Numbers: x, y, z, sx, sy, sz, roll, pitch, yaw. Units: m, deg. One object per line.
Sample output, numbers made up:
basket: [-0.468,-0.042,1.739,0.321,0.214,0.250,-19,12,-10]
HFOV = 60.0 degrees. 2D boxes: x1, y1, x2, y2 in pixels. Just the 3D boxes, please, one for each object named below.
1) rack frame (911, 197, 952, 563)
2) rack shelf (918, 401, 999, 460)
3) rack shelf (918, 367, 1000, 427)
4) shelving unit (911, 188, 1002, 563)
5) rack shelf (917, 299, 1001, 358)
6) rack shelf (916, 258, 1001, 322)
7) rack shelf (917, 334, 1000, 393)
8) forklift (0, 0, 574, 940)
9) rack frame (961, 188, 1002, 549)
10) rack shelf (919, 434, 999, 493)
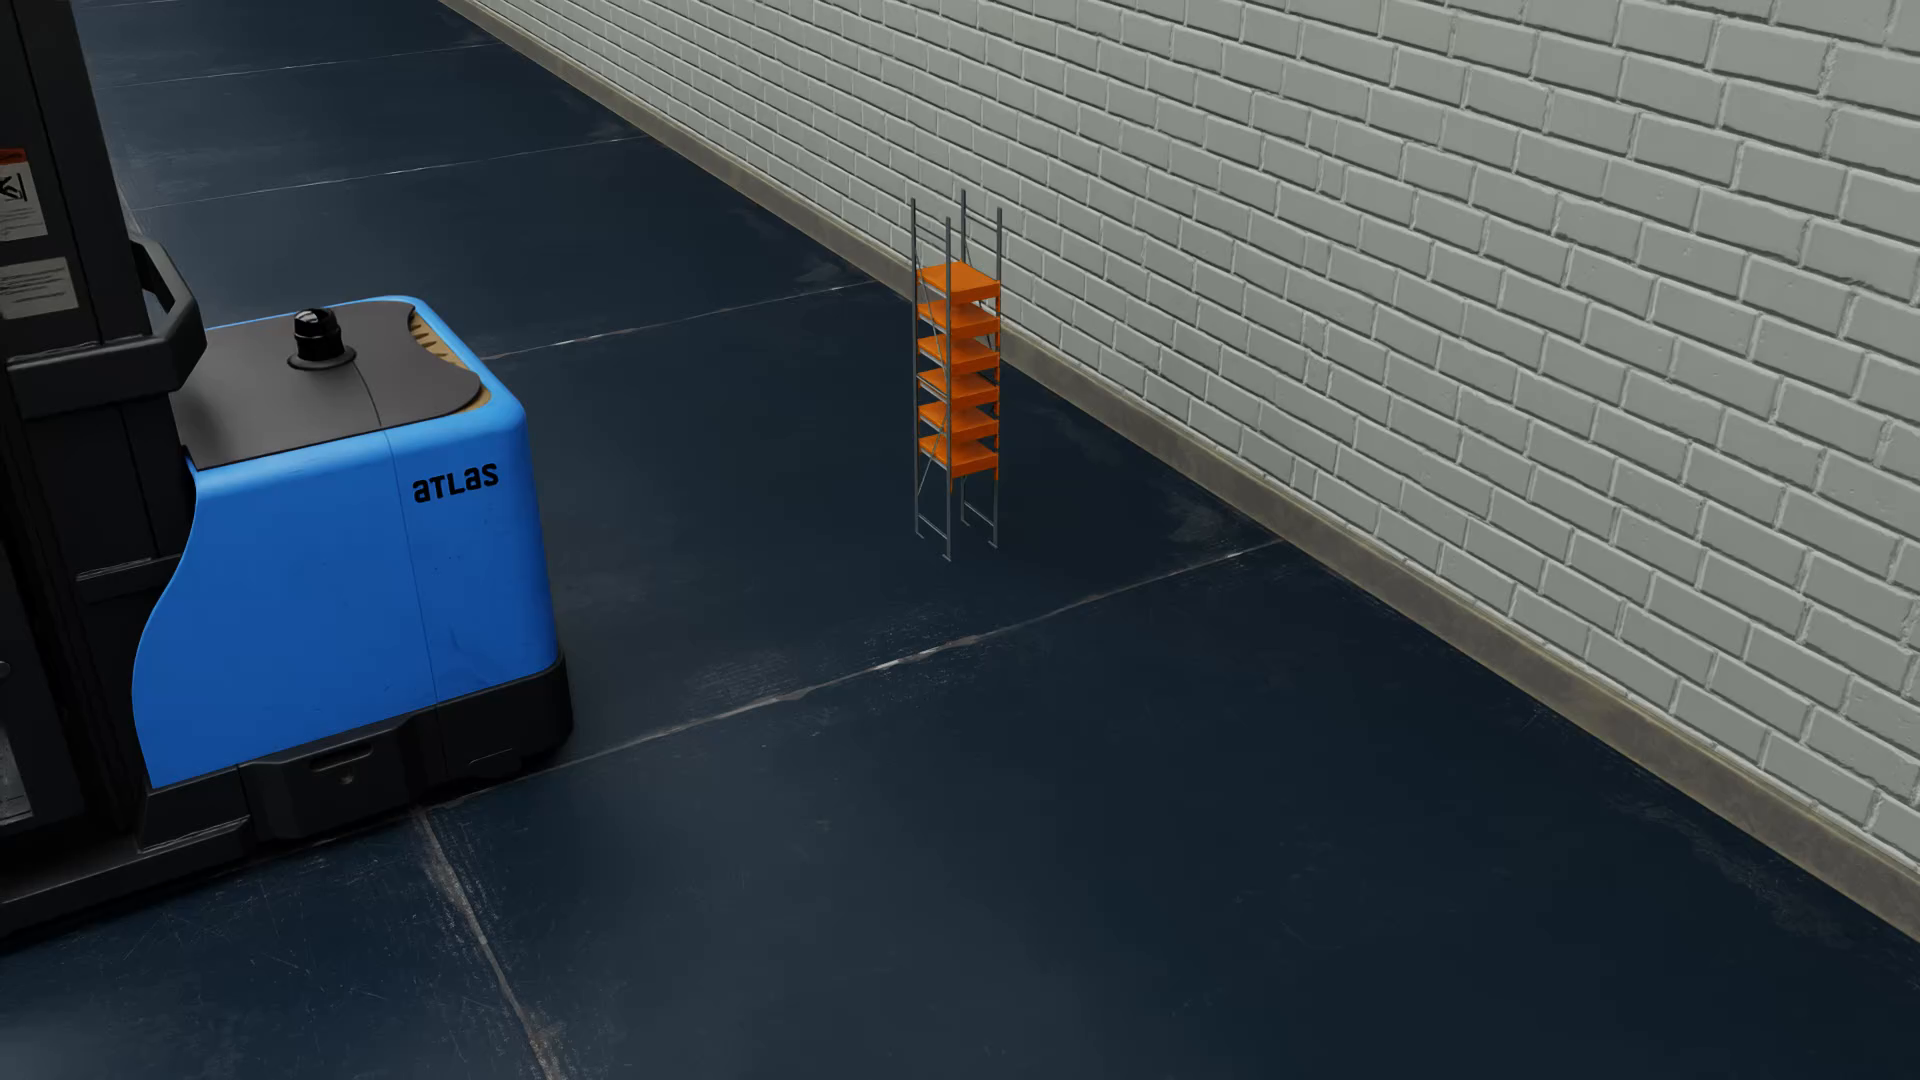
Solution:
rack frame: [-0.091,-0.499,5.413,0.006,1.200,0.240,-16,33,-26]
rack shelf: [-0.012,-0.378,5.533,0.180,0.103,0.258,-16,33,-26]
rack shelf: [-0.012,-0.483,5.475,0.180,0.103,0.258,-16,33,-26]
shelving unit: [-0.012,-0.522,5.454,0.189,1.200,0.258,-16,33,-26]
rack shelf: [-0.012,-0.693,5.359,0.180,0.103,0.258,-16,33,-26]
rack shelf: [-0.012,-0.798,5.301,0.180,0.103,0.258,-16,33,-26]
rack shelf: [-0.012,-0.588,5.417,0.180,0.103,0.258,-16,33,-26]
forklift: [-2.603,-0.502,3.627,3.031,2.935,1.130,-17,33,-28]
rack frame: [0.066,-0.544,5.494,0.006,1.200,0.240,-16,33,-26]
rack shelf: [-0.012,-0.273,5.591,0.180,0.103,0.258,-16,33,-26]
